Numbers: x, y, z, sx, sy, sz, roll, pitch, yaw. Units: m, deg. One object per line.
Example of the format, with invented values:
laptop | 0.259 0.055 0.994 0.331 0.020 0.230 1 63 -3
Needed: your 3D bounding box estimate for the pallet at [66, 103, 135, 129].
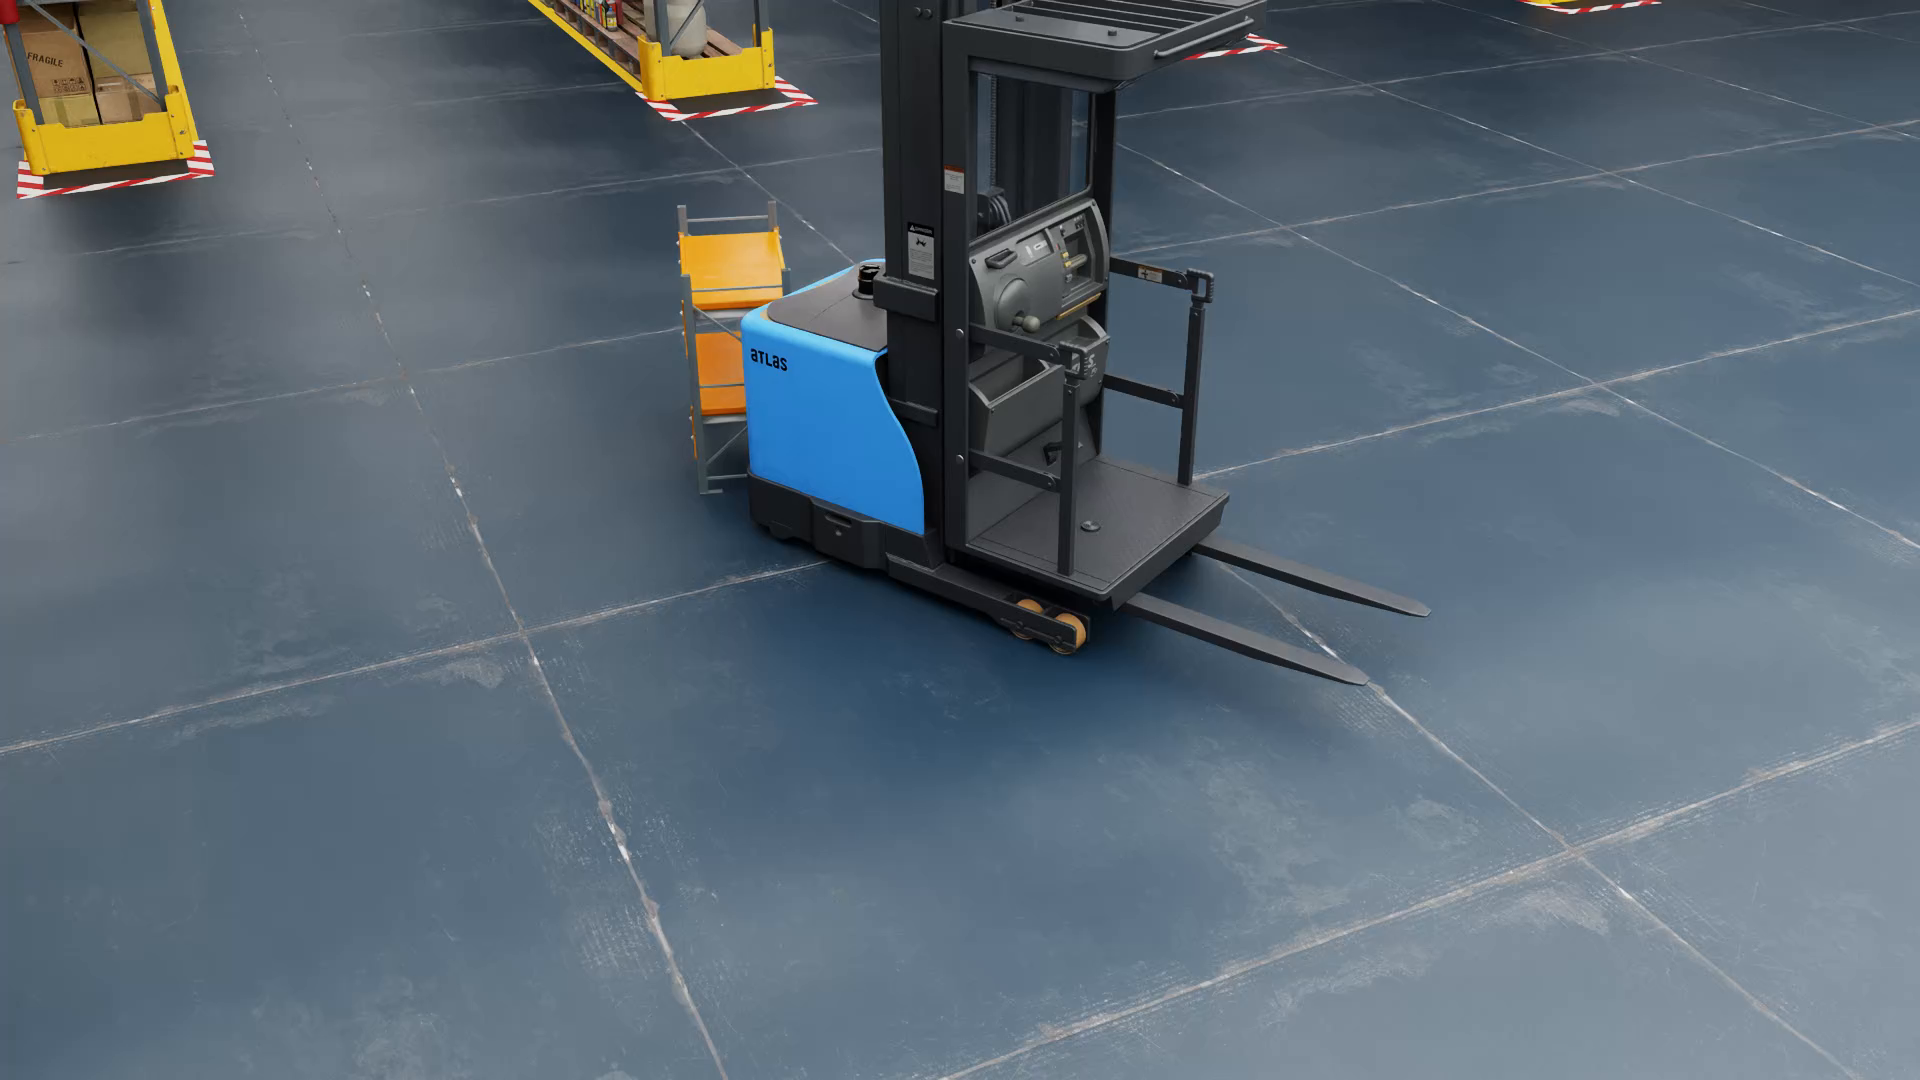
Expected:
pallet | -7.022 -3.413 13.621 1.003 0.211 1.213 -13 32 -22

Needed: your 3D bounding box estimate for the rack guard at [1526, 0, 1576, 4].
rack guard | 6.826 -6.275 18.429 1.175 0.500 0.348 -13 32 -22

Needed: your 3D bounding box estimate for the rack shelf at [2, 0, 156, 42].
rack shelf | -7.514 -4.870 14.104 1.077 0.370 4.000 -13 32 -22

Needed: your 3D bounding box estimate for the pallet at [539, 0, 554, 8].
pallet | -4.270 -6.228 18.641 1.003 0.211 1.213 -13 32 -22

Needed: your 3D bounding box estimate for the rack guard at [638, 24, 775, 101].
rack guard | -2.256 -4.272 14.858 1.175 0.500 0.348 -13 32 -22

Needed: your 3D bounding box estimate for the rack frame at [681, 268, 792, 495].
rack frame | -1.030 -0.740 7.919 0.500 1.125 0.032 -5 30 -8

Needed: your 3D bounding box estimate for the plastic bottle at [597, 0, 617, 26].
plastic bottle | -3.448 -5.179 16.254 0.152 0.276 0.135 -13 32 -22

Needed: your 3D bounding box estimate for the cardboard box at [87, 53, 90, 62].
cardboard box | -7.808 -4.119 14.411 0.500 0.250 0.500 -13 32 -22

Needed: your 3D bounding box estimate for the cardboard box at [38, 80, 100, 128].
cardboard box | -7.153 -3.459 13.234 0.500 0.250 0.500 -13 32 -22

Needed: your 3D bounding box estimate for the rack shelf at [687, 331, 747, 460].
rack shelf | -1.113 -0.772 8.476 0.538 0.278 1.000 -5 30 -8

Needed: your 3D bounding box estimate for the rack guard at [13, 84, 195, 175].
rack guard | -6.645 -3.200 12.945 1.175 0.500 0.348 -13 32 -22

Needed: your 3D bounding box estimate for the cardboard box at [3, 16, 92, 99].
cardboard box | -7.155 -3.786 13.050 0.500 0.500 0.500 -13 32 -22

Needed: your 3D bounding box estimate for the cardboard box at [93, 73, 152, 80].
cardboard box | -6.903 -3.788 13.820 0.500 0.250 0.500 -13 32 -22

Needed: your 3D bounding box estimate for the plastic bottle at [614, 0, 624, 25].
plastic bottle | -3.352 -5.205 16.293 0.061 0.283 0.133 -13 32 -22

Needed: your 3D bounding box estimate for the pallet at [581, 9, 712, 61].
pallet | -3.119 -5.044 16.530 1.003 0.211 1.213 -13 32 -22

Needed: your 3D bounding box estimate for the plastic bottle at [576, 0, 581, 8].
plastic bottle | -3.845 -5.615 16.955 0.144 0.351 0.185 -15 32 -24

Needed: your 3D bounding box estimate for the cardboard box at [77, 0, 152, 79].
cardboard box | -6.901 -4.115 13.638 0.500 0.500 0.500 -13 32 -22

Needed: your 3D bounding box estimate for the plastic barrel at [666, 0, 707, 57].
plastic barrel | -2.532 -4.712 15.200 0.421 0.512 0.421 0 29 0

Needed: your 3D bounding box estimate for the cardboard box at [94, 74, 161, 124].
cardboard box | -6.685 -3.568 13.428 0.500 0.250 0.500 -13 32 -22

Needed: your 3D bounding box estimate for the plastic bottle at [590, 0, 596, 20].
plastic bottle | -3.583 -5.345 16.474 0.144 0.351 0.185 -12 31 -20

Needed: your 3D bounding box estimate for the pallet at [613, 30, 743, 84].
pallet | -2.600 -4.506 15.570 1.003 0.211 1.213 -13 32 -22

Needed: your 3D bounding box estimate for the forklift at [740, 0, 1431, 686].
forklift | 0.504 -1.100 6.714 3.031 2.935 1.130 20 35 31

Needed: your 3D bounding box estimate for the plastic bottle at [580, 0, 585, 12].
plastic bottle | -3.812 -5.504 16.826 0.061 0.283 0.133 -12 31 -20

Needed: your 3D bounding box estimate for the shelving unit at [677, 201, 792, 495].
shelving unit | -1.113 -0.985 8.357 0.538 1.125 1.048 -5 30 -8

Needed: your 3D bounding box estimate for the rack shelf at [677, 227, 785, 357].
rack shelf | -1.113 -1.240 8.214 0.538 0.278 1.000 -5 30 -8

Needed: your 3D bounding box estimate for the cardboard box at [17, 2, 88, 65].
cardboard box | -7.597 -4.224 13.832 0.500 0.500 0.500 -13 32 -22

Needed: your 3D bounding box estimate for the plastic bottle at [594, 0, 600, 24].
plastic bottle | -3.508 -5.240 16.363 0.152 0.276 0.135 -14 32 -23

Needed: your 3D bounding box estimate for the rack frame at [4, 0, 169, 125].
rack frame | -6.656 -4.300 12.352 1.000 3.000 0.127 -13 32 -22

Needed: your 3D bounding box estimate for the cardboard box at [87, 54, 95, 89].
cardboard box | -7.595 -3.898 14.016 0.500 0.250 0.500 -13 32 -22

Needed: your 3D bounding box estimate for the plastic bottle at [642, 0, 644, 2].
plastic bottle | -3.221 -5.629 17.048 0.061 0.283 0.133 -13 32 -22

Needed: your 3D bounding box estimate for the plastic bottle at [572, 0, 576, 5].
plastic bottle | -3.926 -5.699 17.104 0.144 0.351 0.185 -12 32 -21

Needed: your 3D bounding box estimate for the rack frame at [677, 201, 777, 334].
rack frame | -1.195 -1.230 8.794 0.500 1.125 0.032 -5 30 -8

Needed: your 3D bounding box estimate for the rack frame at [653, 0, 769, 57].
rack frame | -2.181 -5.339 14.204 1.000 3.000 0.127 -13 32 -22

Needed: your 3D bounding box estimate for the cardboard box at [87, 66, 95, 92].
cardboard box | -7.378 -3.677 13.623 0.500 0.250 0.500 -13 32 -22

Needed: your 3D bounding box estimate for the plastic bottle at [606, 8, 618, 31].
plastic bottle | -3.365 -5.029 16.064 0.097 0.201 0.097 0 29 0

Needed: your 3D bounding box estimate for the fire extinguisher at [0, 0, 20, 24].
fire extinguisher | -7.025 -4.117 12.104 0.296 0.674 0.183 -13 32 -22

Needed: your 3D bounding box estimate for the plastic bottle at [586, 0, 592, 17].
plastic bottle | -3.662 -5.427 16.621 0.144 0.351 0.185 -13 32 -22

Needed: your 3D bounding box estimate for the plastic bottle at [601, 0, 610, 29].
plastic bottle | -3.432 -5.113 16.129 0.061 0.283 0.133 -12 32 -21

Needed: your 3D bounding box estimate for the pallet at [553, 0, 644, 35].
pallet | -3.647 -5.584 17.492 1.003 0.211 1.213 -13 32 -22

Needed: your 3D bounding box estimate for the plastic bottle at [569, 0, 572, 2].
plastic bottle | -3.993 -5.740 17.254 0.152 0.276 0.135 -12 31 -20

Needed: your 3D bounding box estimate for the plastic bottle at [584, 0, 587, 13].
plastic bottle | -3.745 -5.420 16.760 0.097 0.201 0.097 0 29 0

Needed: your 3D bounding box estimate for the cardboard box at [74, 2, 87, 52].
cardboard box | -7.811 -4.446 14.226 0.500 0.500 0.500 -13 32 -22

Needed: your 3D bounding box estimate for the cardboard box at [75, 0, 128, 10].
cardboard box | -7.128 -4.334 14.027 0.500 0.500 0.500 -13 32 -22

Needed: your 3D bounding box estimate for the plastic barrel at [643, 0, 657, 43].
plastic barrel | -2.747 -4.933 15.595 0.421 0.512 0.421 0 29 0
